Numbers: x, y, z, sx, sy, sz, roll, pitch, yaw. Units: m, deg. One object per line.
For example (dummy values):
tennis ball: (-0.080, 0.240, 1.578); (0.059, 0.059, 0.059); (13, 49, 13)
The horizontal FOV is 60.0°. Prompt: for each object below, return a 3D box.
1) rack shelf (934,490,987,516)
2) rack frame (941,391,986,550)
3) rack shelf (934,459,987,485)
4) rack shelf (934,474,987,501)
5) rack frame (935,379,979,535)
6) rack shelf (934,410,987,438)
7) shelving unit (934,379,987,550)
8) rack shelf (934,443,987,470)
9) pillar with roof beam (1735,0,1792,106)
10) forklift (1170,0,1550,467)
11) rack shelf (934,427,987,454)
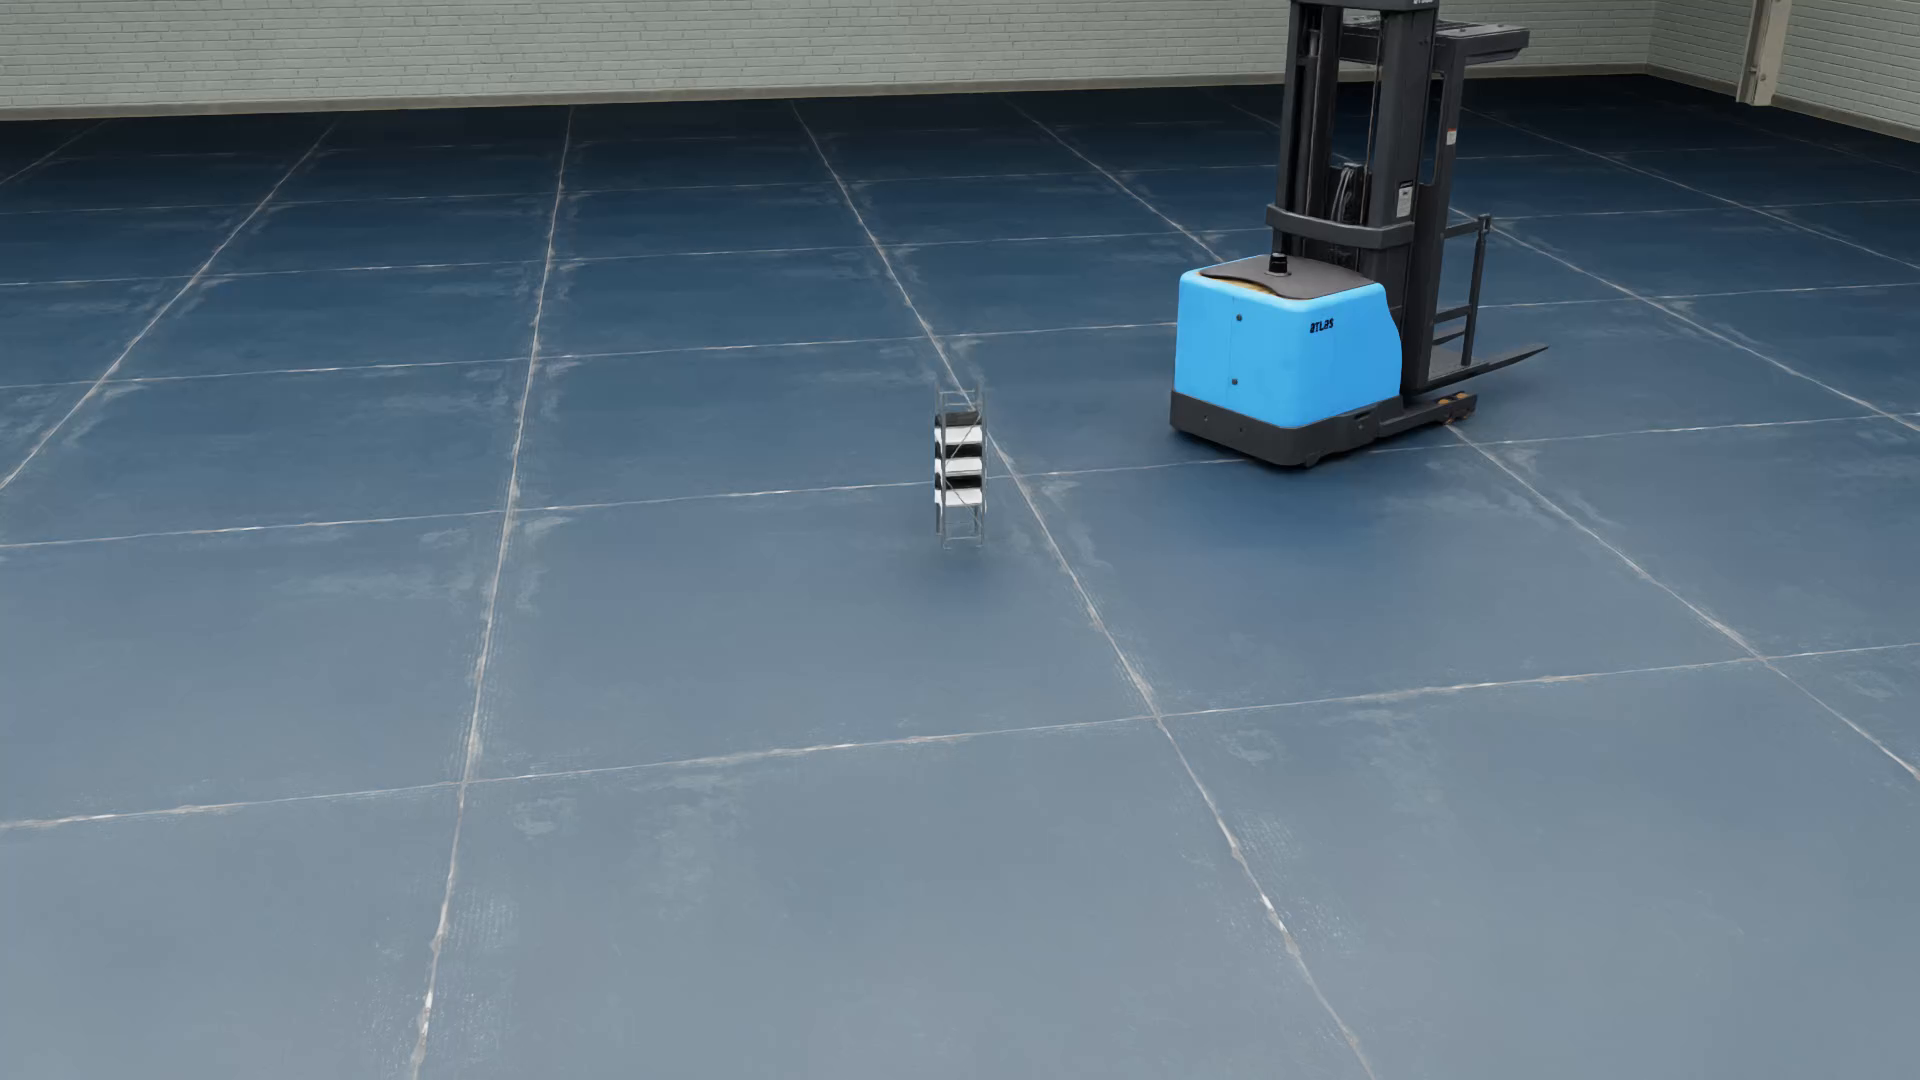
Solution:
rack shelf: (0.001, -0.214, 9.148); (0.258, 0.077, 0.200); (-4, 24, -10)
rack frame: (0.020, -0.369, 8.971); (0.240, 0.900, 0.006); (-4, 24, -10)
rack shelf: (0.001, -0.379, 9.076); (0.258, 0.077, 0.200); (-4, 24, -10)
rack shelf: (0.001, -0.296, 9.112); (0.258, 0.077, 0.200); (-4, 24, -10)
rack frame: (-0.017, -0.449, 9.154); (0.240, 0.900, 0.006); (-4, 24, -10)
rack shelf: (0.001, -0.626, 8.968); (0.258, 0.077, 0.200); (-4, 24, -10)
shelving unit: (0.001, -0.409, 9.063); (0.258, 0.900, 0.210); (-4, 24, -10)
rack shelf: (0.001, -0.461, 9.040); (0.258, 0.077, 0.200); (-4, 24, -10)
pillar with roof beam: (6.835, -9.892, 20.655); (9.100, 9.000, 0.400); (-4, 24, -10)
forklift: (2.827, -2.255, 10.751); (3.031, 2.935, 1.130); (-18, 29, -35)
rack shelf: (0.001, -0.544, 9.004); (0.258, 0.077, 0.200); (-4, 24, -10)
